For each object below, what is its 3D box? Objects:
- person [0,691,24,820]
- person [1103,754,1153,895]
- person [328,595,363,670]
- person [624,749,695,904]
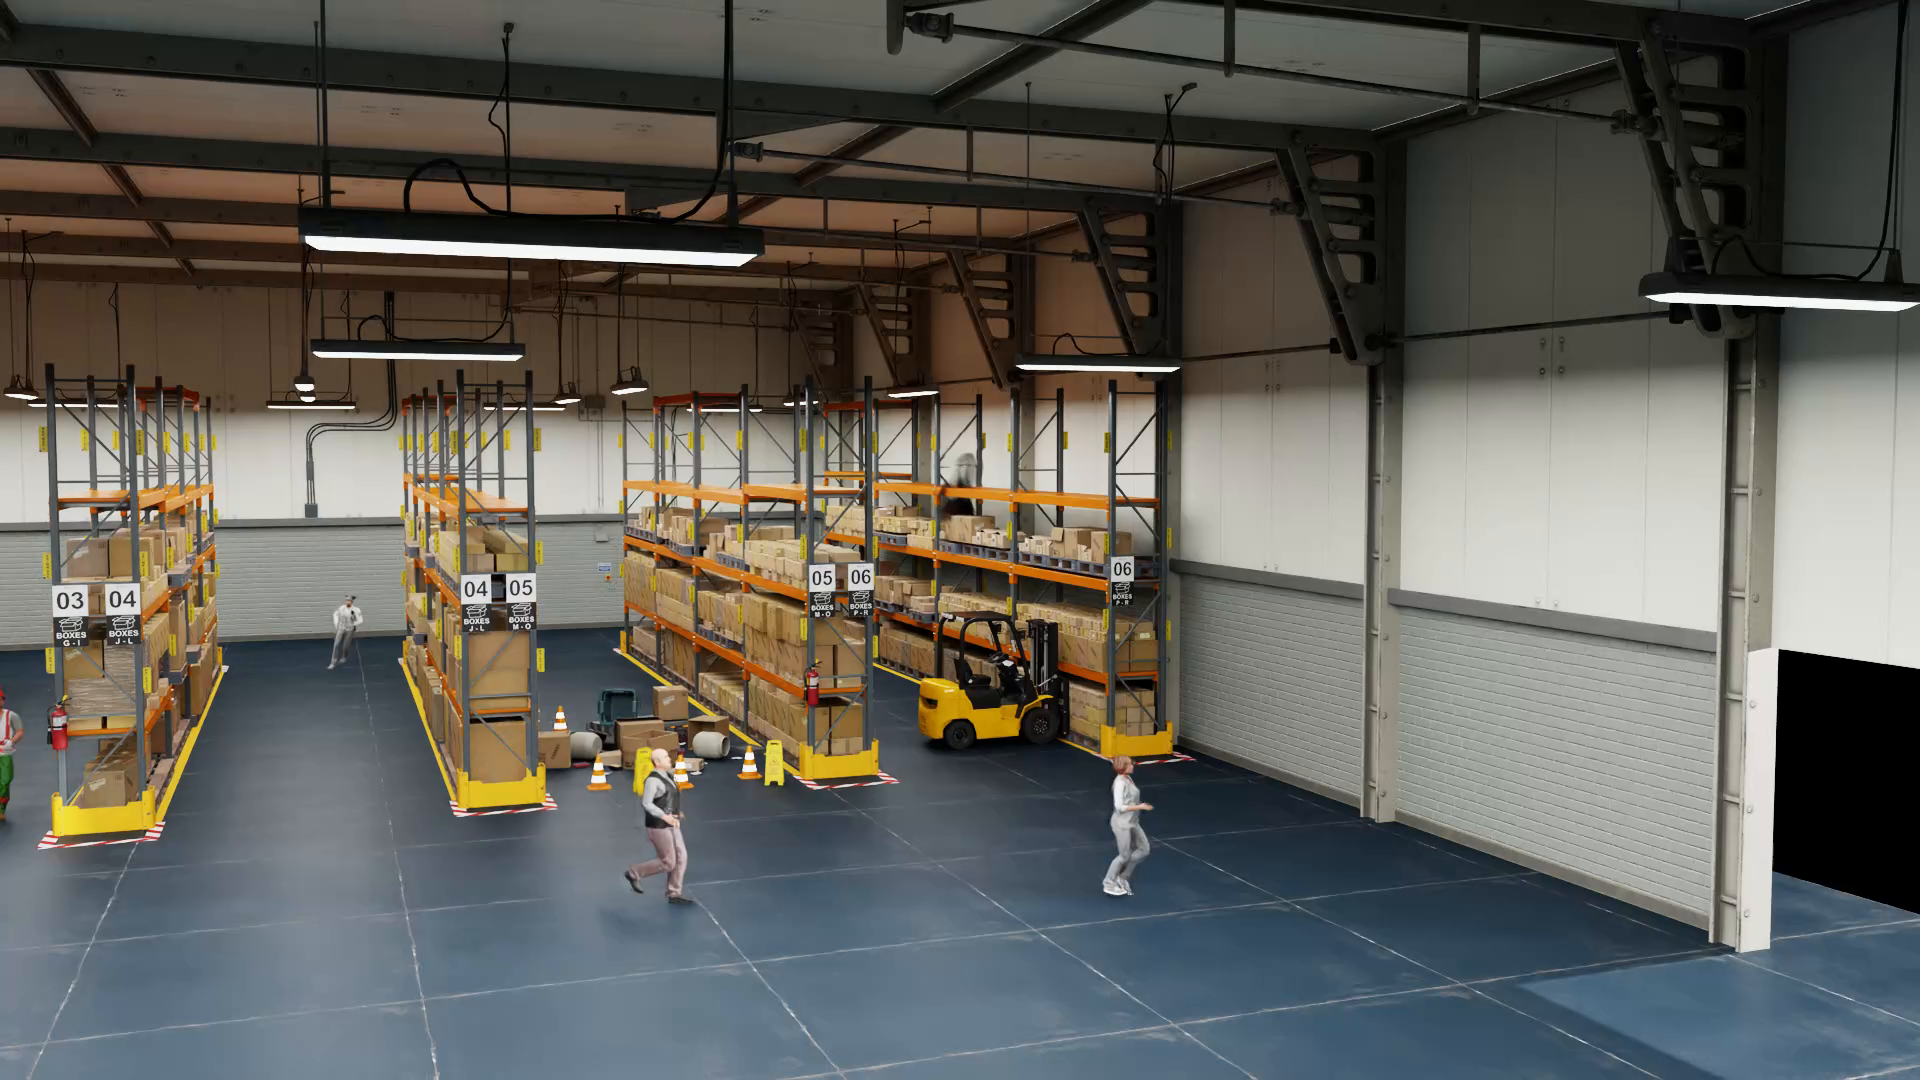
[{"bbox_3d":[-12.729,2.846,21.964,0.656,1.739,0.587,-2,4,-27],"label":"person"},{"bbox_3d":[1.857,3.137,18.253,0.596,1.575,0.517,2,4,25],"label":"person"},{"bbox_3d":[-13.698,2.025,37.156,0.691,1.642,0.867,0,3,-8],"label":"person"},{"bbox_3d":[-3.224,3.101,18.009,0.720,1.688,0.675,0,3,7],"label":"person"}]
